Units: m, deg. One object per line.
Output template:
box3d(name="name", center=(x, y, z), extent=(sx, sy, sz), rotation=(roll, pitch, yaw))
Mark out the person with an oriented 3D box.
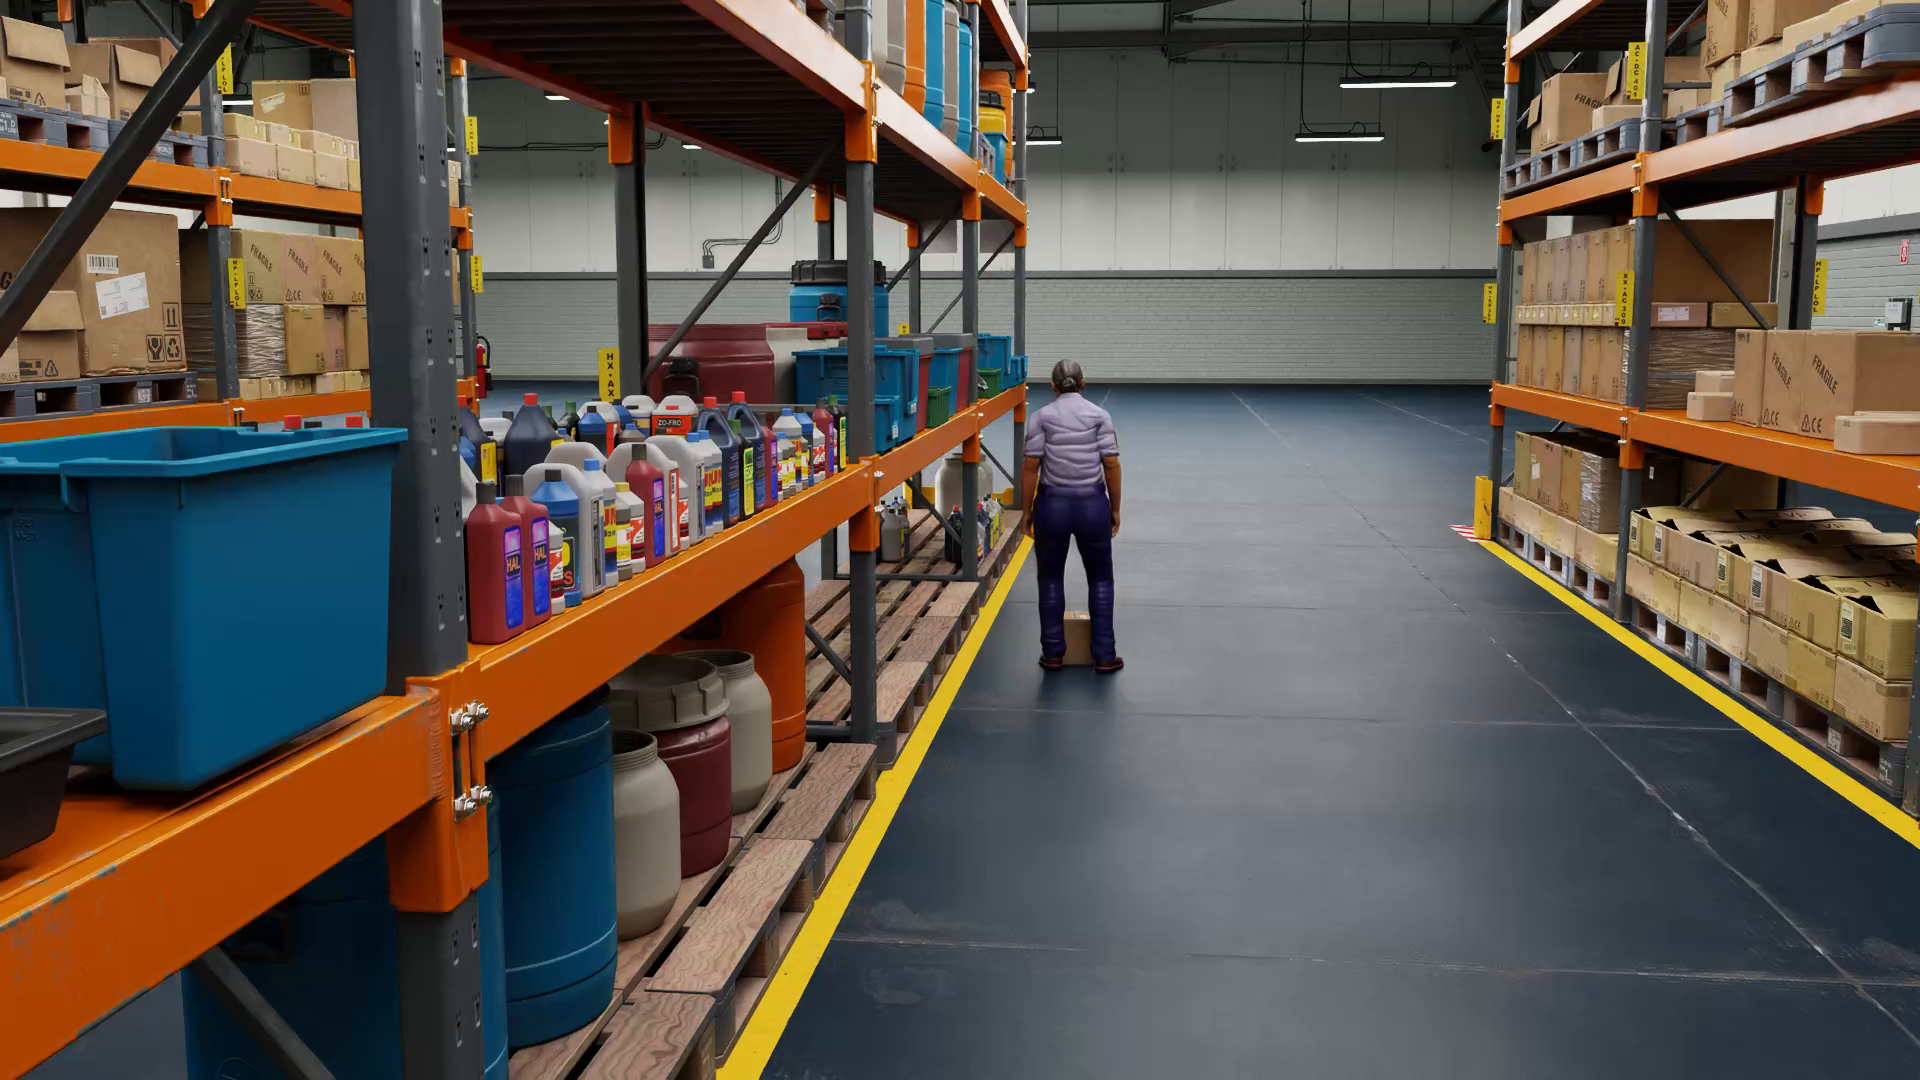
box3d(name="person", center=(0.601, -0.123, 8.799), extent=(0.559, 1.636, 0.426), rotation=(0, 8, 3))
